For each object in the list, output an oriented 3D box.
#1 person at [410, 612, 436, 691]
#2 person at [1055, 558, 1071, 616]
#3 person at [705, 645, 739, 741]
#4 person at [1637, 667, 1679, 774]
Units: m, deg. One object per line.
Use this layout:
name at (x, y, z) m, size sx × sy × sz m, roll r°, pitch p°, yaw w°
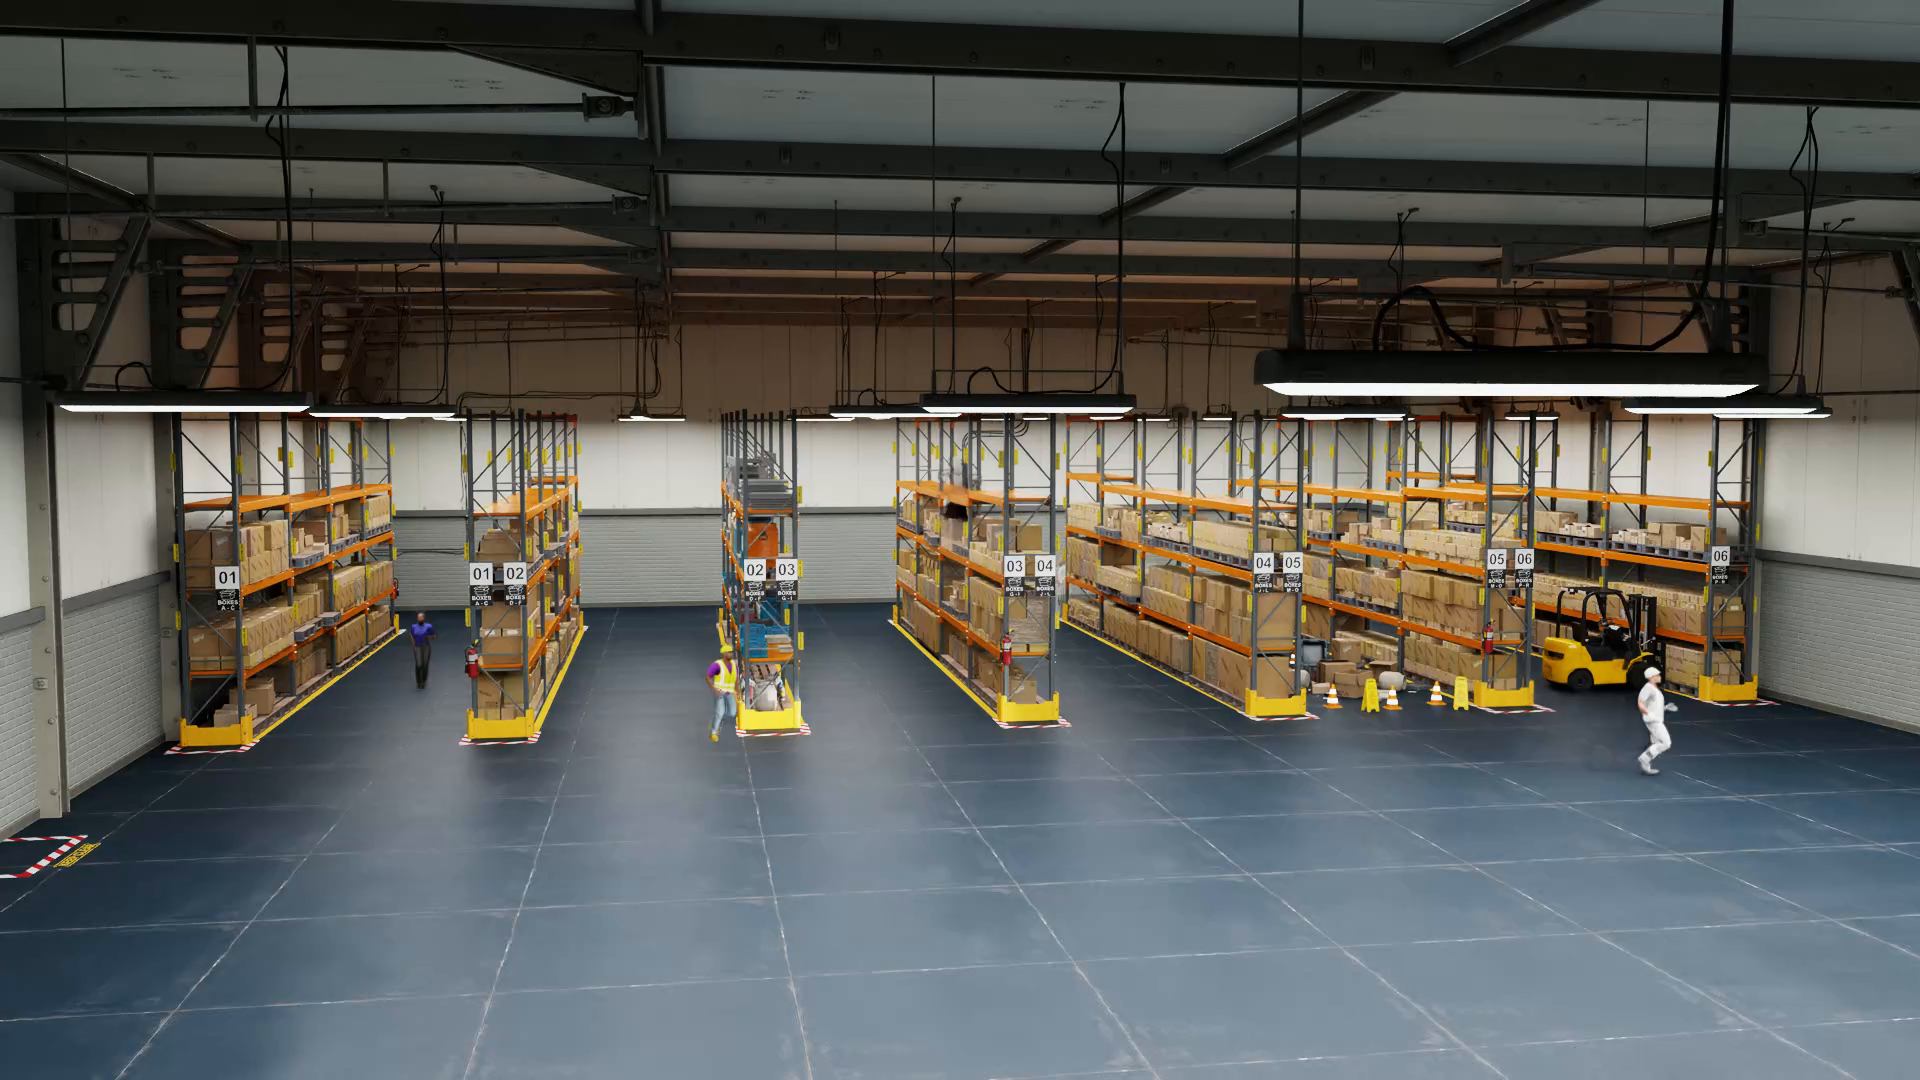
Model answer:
person at (-11.584, 2.419, 35.897) m, size 0.546 × 1.712 × 0.756 m, roll -1°, pitch 4°, yaw -16°
person at (3.044, 1.439, 49.562) m, size 0.818 × 1.667 × 0.744 m, roll -2°, pitch 5°, yaw -30°
person at (-4.279, 2.772, 30.253) m, size 0.757 × 1.694 × 0.531 m, roll -4°, pitch 5°, yaw -42°
person at (11.361, 2.948, 27.066) m, size 0.581 × 1.740 × 0.644 m, roll 2°, pitch 5°, yaw 29°
